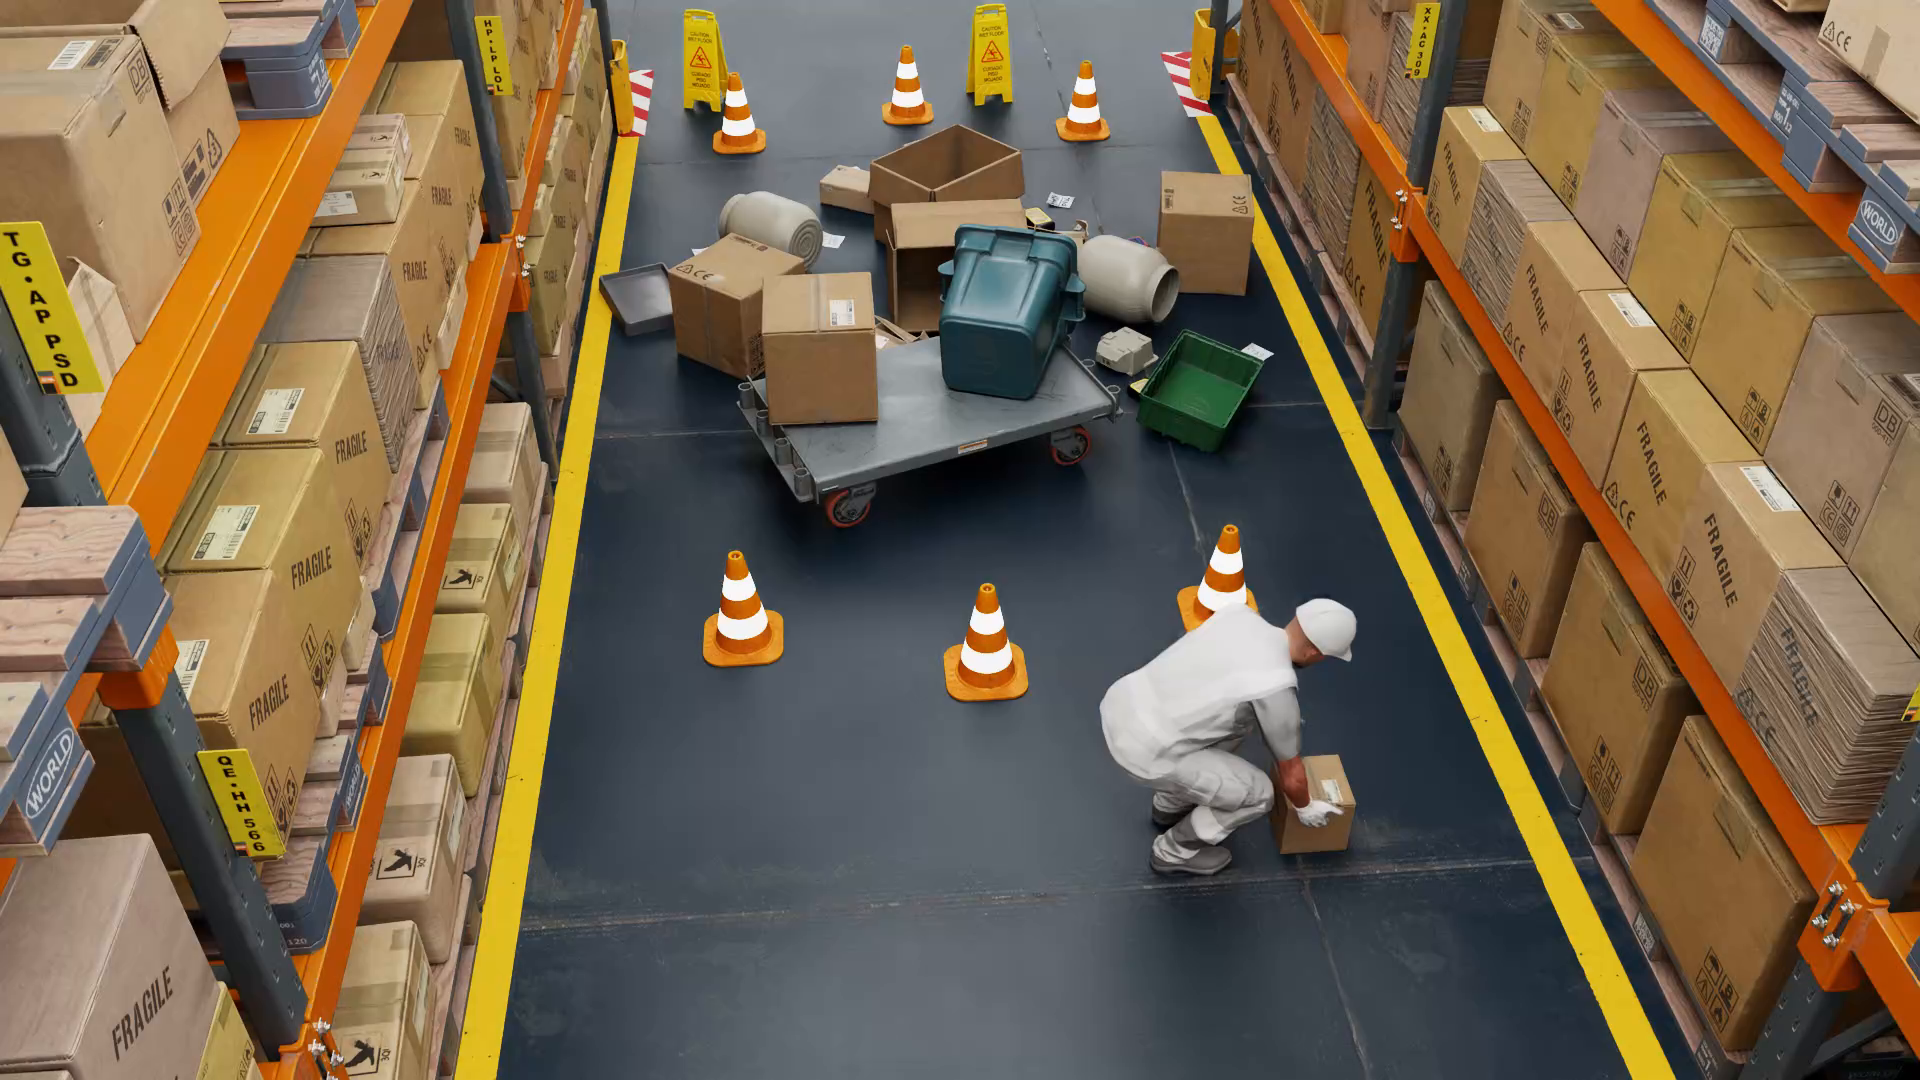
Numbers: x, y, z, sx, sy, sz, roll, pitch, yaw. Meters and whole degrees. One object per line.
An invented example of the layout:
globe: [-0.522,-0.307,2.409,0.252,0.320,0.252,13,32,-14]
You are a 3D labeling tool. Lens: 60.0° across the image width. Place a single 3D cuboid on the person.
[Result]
person: [0.923,0.664,5.889,0.870,1.065,0.578,-3,39,-4]
